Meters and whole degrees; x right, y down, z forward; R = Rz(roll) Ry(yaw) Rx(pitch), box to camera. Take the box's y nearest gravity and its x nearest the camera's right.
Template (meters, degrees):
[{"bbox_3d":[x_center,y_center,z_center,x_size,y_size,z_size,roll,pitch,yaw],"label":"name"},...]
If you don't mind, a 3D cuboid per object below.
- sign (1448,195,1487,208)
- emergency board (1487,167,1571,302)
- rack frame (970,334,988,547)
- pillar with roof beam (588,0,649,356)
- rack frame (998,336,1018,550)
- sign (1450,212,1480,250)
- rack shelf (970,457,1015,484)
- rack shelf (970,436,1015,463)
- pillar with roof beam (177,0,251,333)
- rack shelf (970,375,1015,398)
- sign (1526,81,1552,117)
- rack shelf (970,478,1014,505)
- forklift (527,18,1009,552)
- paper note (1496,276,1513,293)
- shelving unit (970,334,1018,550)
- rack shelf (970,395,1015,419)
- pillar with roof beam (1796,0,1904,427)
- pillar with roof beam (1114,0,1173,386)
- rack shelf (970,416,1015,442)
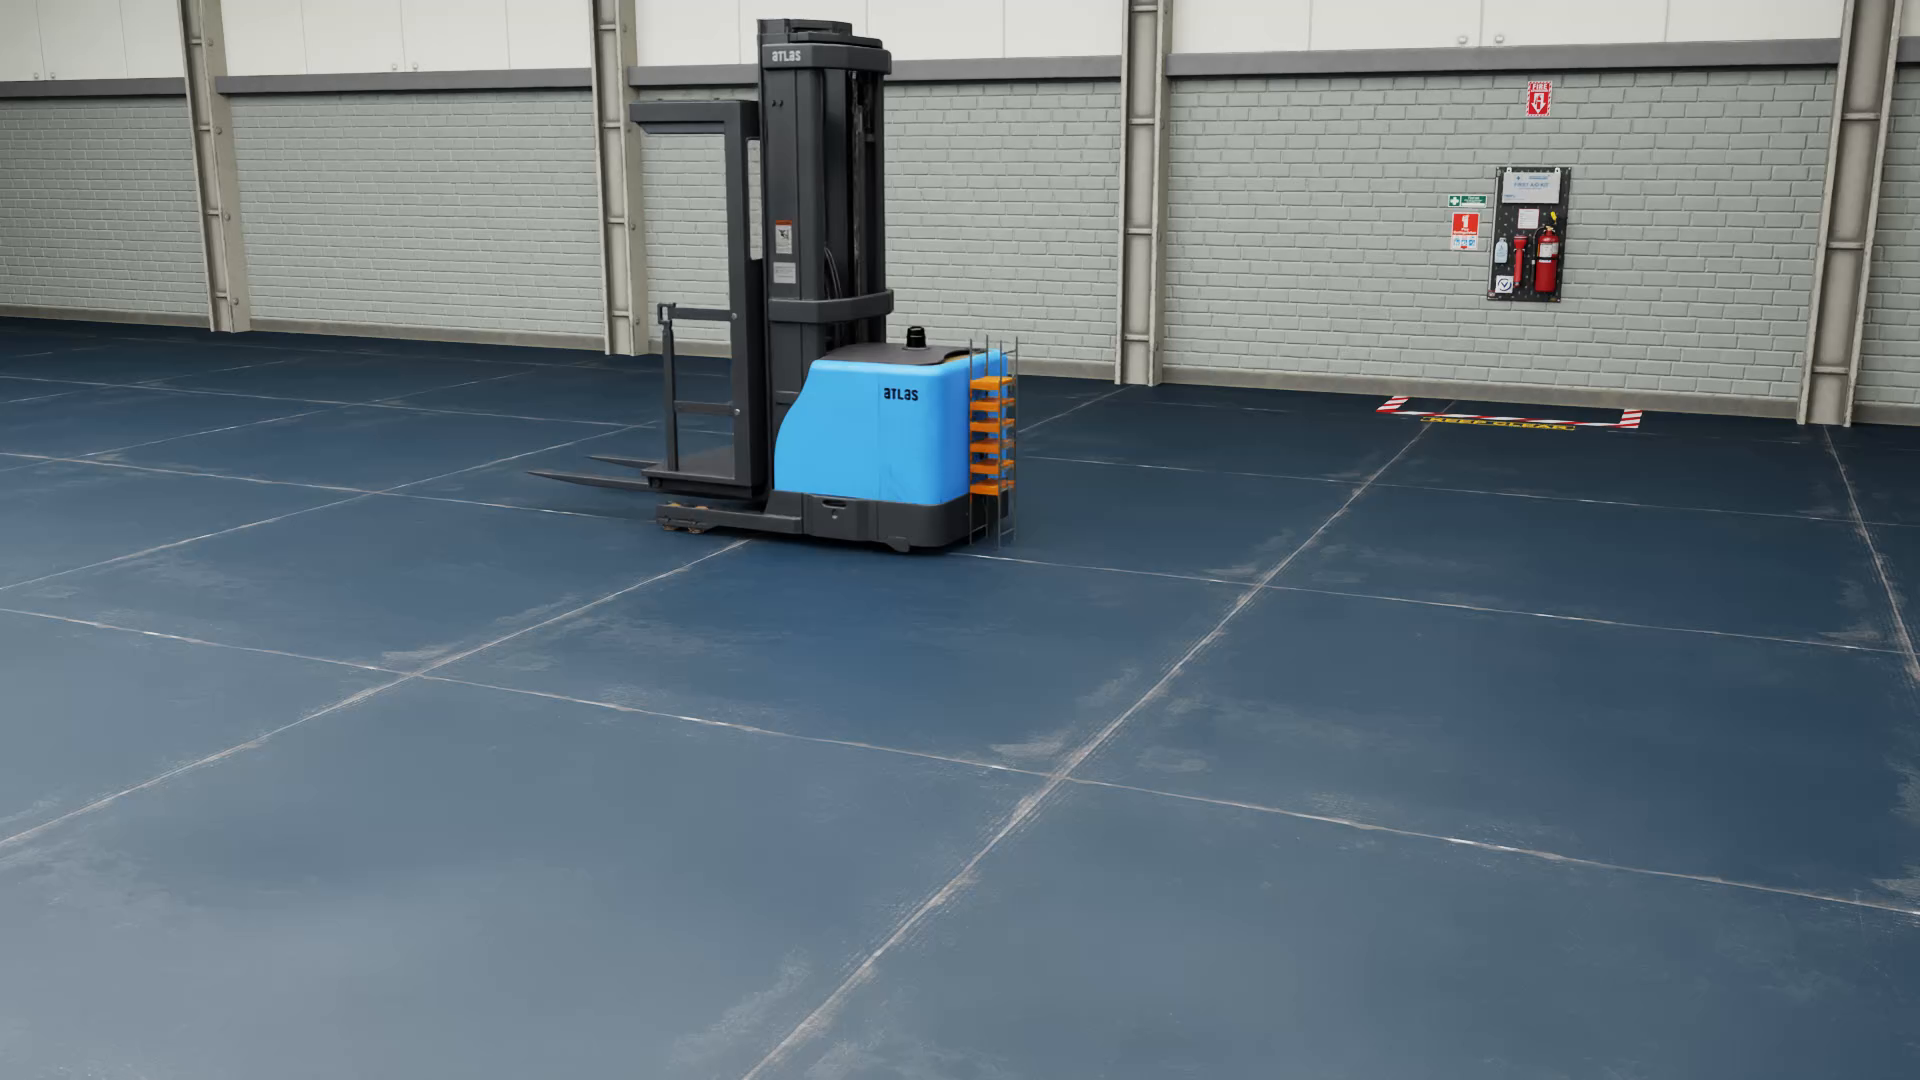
[{"bbox_3d":[4.531,-3.026,14.848,0.331,0.109,0.001,6,14,23],"label":"sign"},{"bbox_3d":[4.994,-2.681,14.613,0.643,1.169,0.194,6,14,23],"label":"emergency board"},{"bbox_3d":[0.109,-0.571,9.561,0.006,1.200,0.240,6,15,25],"label":"rack frame"},{"bbox_3d":[-5.477,-5.576,13.819,0.400,9.000,9.100,6,14,23],"label":"pillar with roof beam"},{"bbox_3d":[0.274,-0.553,9.484,0.006,1.200,0.240,6,15,25],"label":"rack frame"},{"bbox_3d":[4.531,-2.771,14.919,0.234,0.329,0.001,6,14,23],"label":"sign"},{"bbox_3d":[0.192,-0.402,9.560,0.180,0.103,0.258,6,15,25],"label":"rack shelf"},{"bbox_3d":[0.192,-0.518,9.532,0.180,0.103,0.258,6,15,25],"label":"rack shelf"},{"bbox_3d":[-10.963,-6.131,16.185,0.400,9.000,9.100,6,14,23],"label":"pillar with roof beam"},{"bbox_3d":[0.192,-0.869,9.450,0.180,0.103,0.258,6,15,25],"label":"rack shelf"},{"bbox_3d":[5.027,-3.831,14.440,0.199,0.298,0.001,6,14,23],"label":"sign"},{"bbox_3d":[0.192,-0.285,9.587,0.180,0.103,0.258,6,15,25],"label":"rack shelf"},{"bbox_3d":[-1.261,-1.565,10.006,3.031,2.935,1.130,6,15,25],"label":"forklift"},{"bbox_3d":[4.861,-2.283,14.845,0.142,0.148,0.016,6,14,23],"label":"paper note"},{"bbox_3d":[0.192,-0.562,9.522,0.189,1.200,0.258,6,15,25],"label":"shelving unit"},{"bbox_3d":[0.192,-0.752,9.478,0.180,0.103,0.258,6,15,25],"label":"rack shelf"},{"bbox_3d":[5.495,-4.466,9.087,0.400,9.000,9.100,6,14,23],"label":"pillar with roof beam"},{"bbox_3d":[0.009,-5.021,11.453,0.400,9.000,9.100,6,14,23],"label":"pillar with roof beam"},{"bbox_3d":[0.192,-0.635,9.505,0.180,0.103,0.258,6,15,25],"label":"rack shelf"}]
